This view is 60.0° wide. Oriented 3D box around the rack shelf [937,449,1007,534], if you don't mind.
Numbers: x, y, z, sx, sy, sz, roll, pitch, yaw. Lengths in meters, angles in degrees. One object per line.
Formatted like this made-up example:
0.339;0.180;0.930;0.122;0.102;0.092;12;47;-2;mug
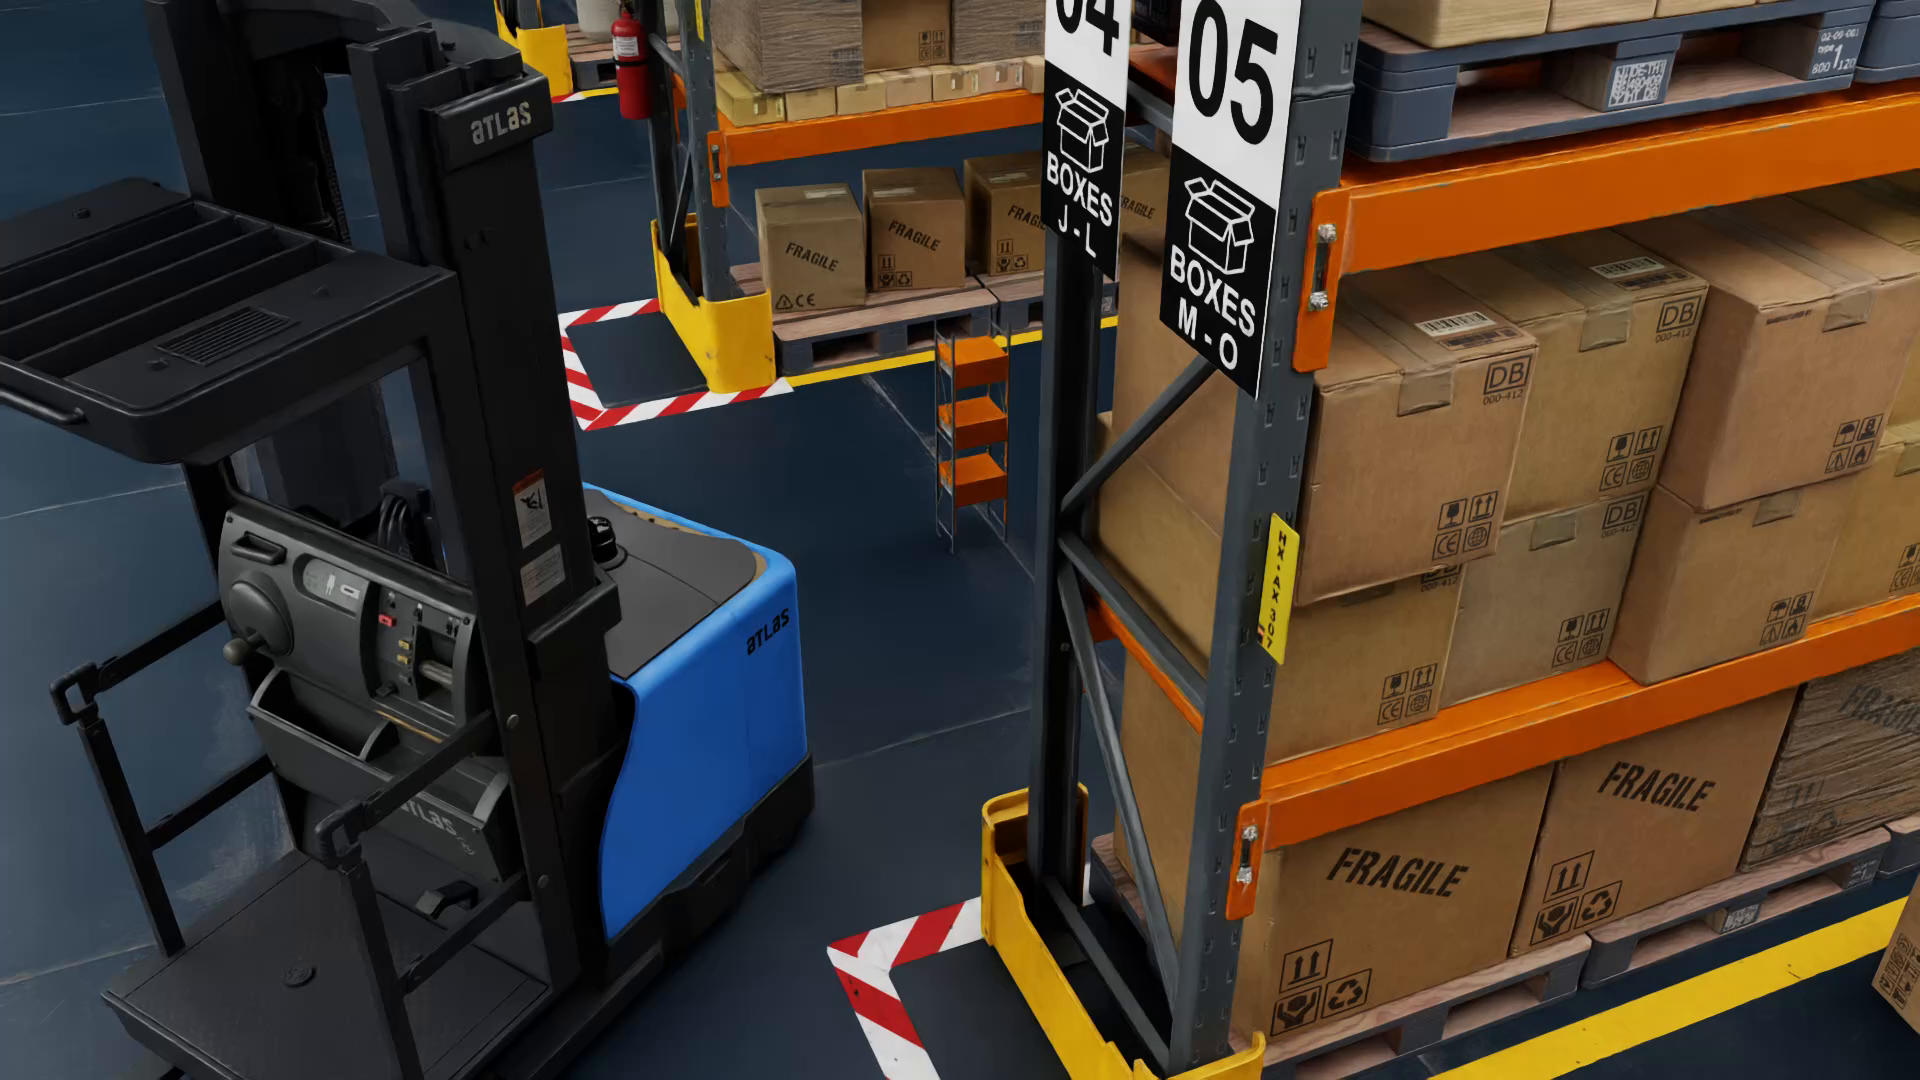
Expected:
0.049;-0.210;7.138;0.240;0.259;0.215;-13;35;-19;rack shelf

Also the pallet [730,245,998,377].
-0.540;-1.296;9.048;1.213;0.211;1.003;-13;35;-19;pallet

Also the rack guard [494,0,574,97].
-3.239;-3.778;12.597;0.348;0.500;1.175;-13;35;-19;rack guard

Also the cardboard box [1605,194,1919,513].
1.851;-0.566;4.242;0.550;0.550;0.875;-13;35;-19;cardboard box

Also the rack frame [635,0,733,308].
-1.373;-2.295;8.027;0.127;3.000;1.000;-13;35;-19;rack frame

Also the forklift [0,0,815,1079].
-1.703;0.270;4.147;1.130;2.935;3.031;19;37;26;forklift

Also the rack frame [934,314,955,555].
-0.063;-0.426;6.941;0.008;1.050;0.200;-13;35;-19;rack frame

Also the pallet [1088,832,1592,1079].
1.161;1.181;5.241;1.213;0.211;1.003;-13;35;-19;pallet

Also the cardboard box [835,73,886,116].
-0.544;-2.218;8.139;0.250;0.149;0.380;-13;35;-19;cardboard box

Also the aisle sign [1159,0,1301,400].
0.505;-0.703;3.197;0.004;0.787;0.394;-13;35;-19;aisle sign

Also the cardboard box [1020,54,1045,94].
0.402;-2.398;8.415;0.250;0.149;0.380;-13;35;-19;cardboard box

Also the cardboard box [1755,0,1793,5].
1.593;-1.221;3.380;0.250;0.149;0.380;-13;35;-19;cardboard box

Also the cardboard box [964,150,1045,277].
0.332;-1.813;9.193;0.500;0.500;0.500;-10;34;-14;cardboard box

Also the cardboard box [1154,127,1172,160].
1.405;-2.079;9.601;0.500;0.500;0.500;-2;33;-4;cardboard box

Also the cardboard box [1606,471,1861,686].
1.842;-0.126;4.555;0.550;0.550;0.875;-13;35;-19;cardboard box

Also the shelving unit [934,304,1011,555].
0.049;-0.451;6.981;0.252;1.050;0.215;-13;35;-19;shelving unit

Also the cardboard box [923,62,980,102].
-0.088;-2.331;8.312;0.250;0.149;0.380;-13;35;-19;cardboard box

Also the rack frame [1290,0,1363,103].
0.454;-2.294;2.525;0.127;3.000;1.000;-13;35;-19;rack frame

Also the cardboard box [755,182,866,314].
-0.791;-1.547;8.784;0.500;0.500;0.500;-7;34;-10;cardboard box

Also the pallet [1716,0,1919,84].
2.260;-1.421;4.015;1.213;0.211;1.003;-13;35;-19;pallet

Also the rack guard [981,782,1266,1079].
0.432;1.273;4.835;0.348;0.500;1.175;-13;35;-19;rack guard

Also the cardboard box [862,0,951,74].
-0.441;-2.730;8.331;0.500;0.500;0.875;-13;35;-19;cardboard box

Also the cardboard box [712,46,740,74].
-1.190;-2.354;8.347;0.250;0.149;0.380;-13;35;-19;cardboard box

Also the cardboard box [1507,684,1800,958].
1.864;0.572;5.184;0.875;0.875;0.875;-13;35;-20;cardboard box

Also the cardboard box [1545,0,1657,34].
1.129;-1.115;3.216;0.250;0.149;0.380;-13;35;-18;cardboard box

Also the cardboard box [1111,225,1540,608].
0.811;-0.354;3.916;0.550;0.550;0.875;-13;35;-19;cardboard box

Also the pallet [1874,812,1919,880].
3.410;0.666;6.033;1.213;0.211;1.003;-13;35;-19;pallet

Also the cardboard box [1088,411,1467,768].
0.778;0.057;4.275;0.550;0.550;0.875;-13;35;-19;cardboard box

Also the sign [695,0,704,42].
-1.163;-2.385;7.371;0.005;0.325;0.100;-13;35;-19;sign

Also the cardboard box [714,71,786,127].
-1.018;-2.130;8.003;0.250;0.149;0.380;-13;35;-19;cardboard box

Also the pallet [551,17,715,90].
-2.488;-3.825;12.936;1.213;0.211;1.003;-13;35;-19;pallet

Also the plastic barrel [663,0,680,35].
-2.251;-4.202;12.854;0.421;0.512;0.421;0;33;0;plastic barrel

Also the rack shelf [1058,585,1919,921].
2.298;0.100;5.006;4.000;0.370;1.077;-13;35;-19;rack shelf

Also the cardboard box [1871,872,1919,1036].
3.108;1.266;4.843;0.500;0.500;0.500;-7;34;-11;cardboard box

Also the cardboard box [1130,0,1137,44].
0.502;-2.913;8.613;0.500;0.500;0.875;-13;35;-19;cardboard box
